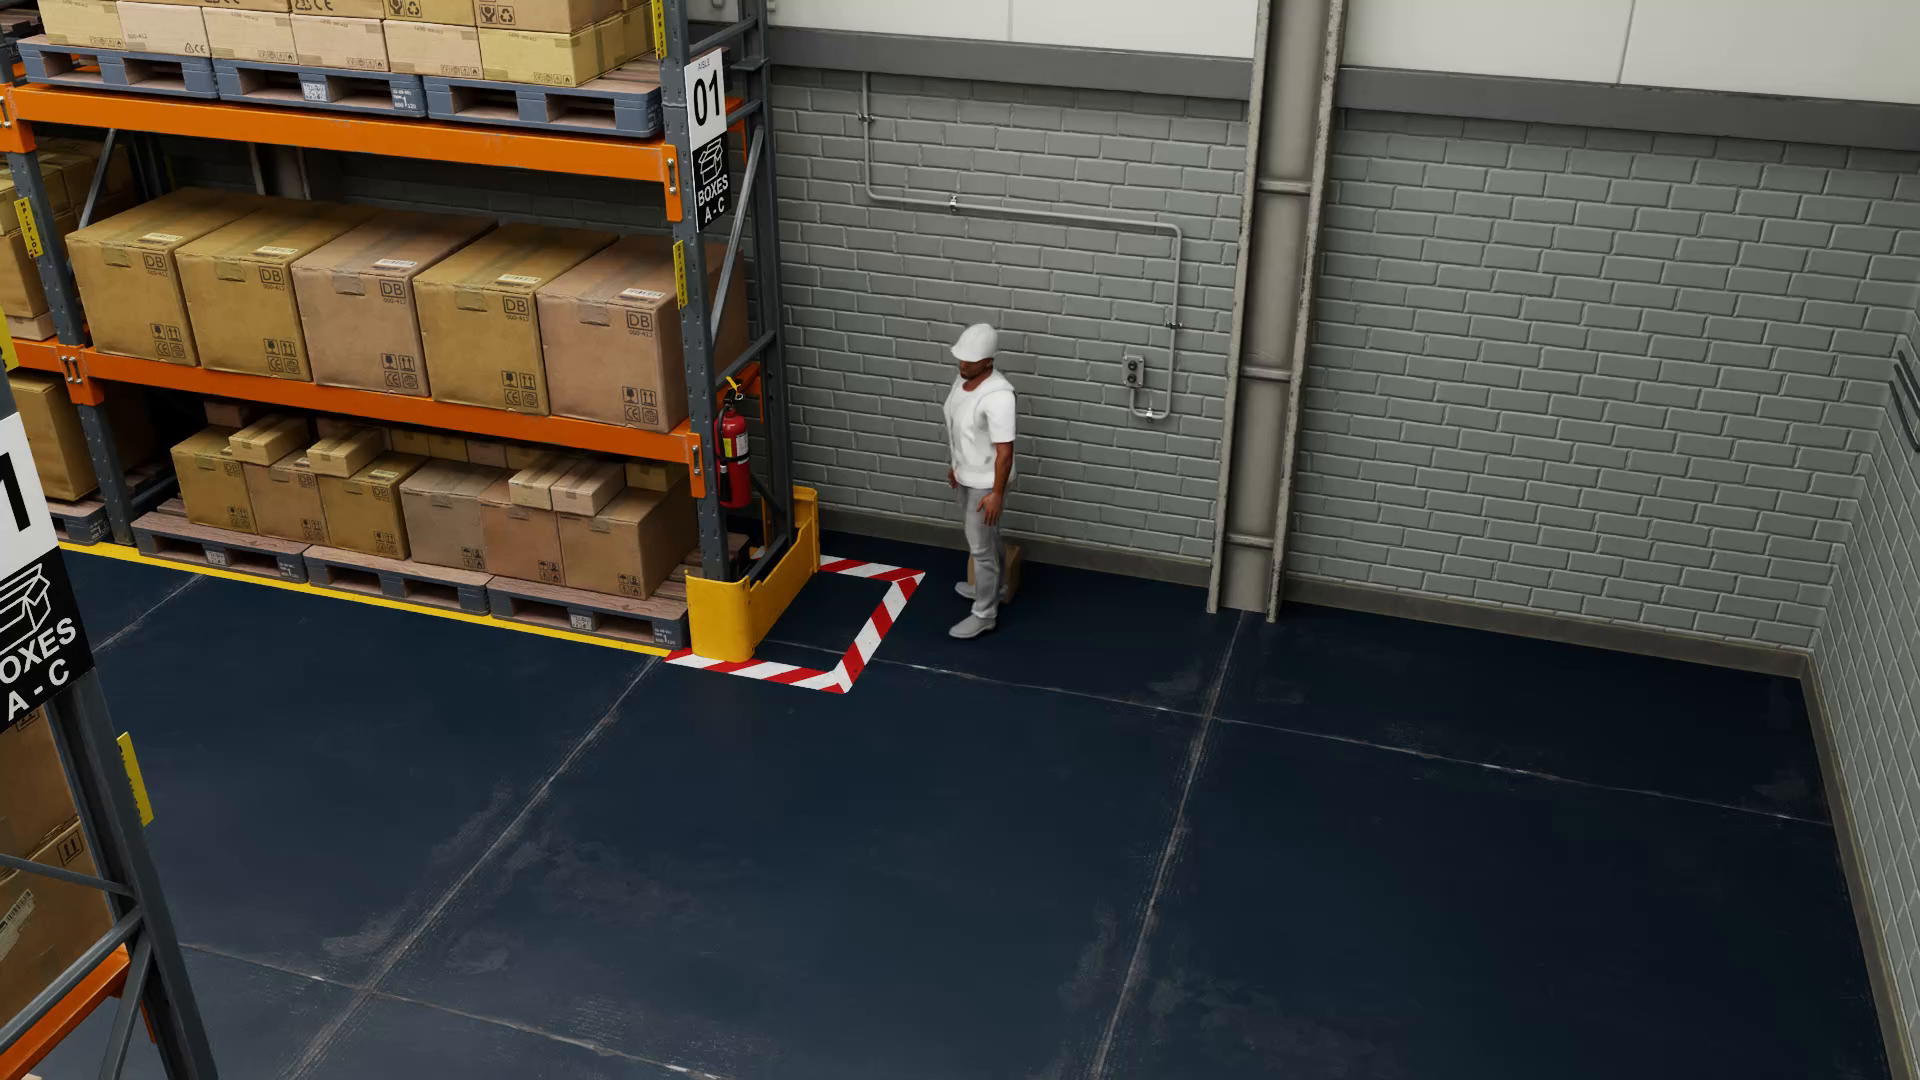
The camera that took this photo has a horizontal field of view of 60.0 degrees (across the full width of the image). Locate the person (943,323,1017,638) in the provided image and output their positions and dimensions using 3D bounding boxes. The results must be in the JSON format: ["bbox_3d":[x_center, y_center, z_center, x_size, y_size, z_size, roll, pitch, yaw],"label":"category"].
[{"bbox_3d":[0.091,-0.347,9.056,0.453,1.768,0.614,-9,30,-15],"label":"person"}]
